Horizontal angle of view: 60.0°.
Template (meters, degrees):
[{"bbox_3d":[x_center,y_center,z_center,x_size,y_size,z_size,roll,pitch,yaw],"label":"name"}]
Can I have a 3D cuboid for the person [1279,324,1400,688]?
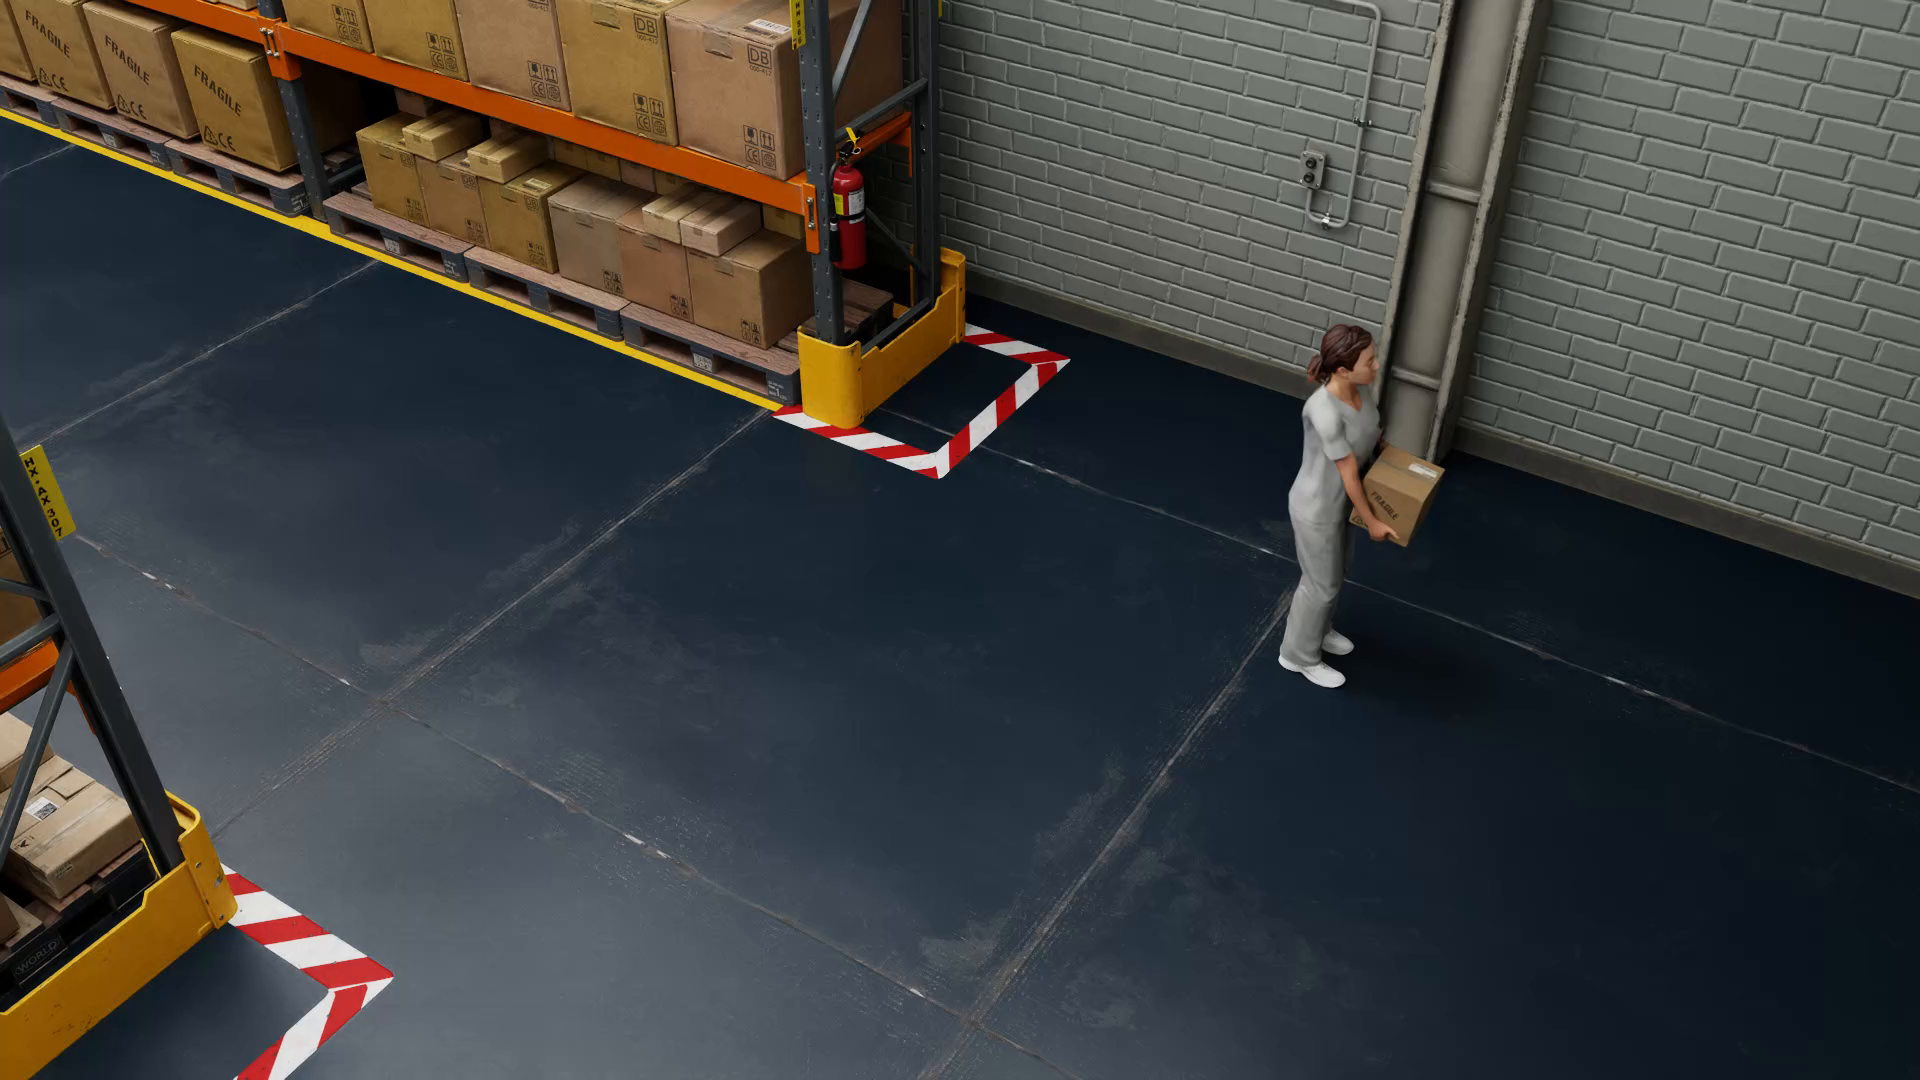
[{"bbox_3d":[1.593,-0.123,6.844,0.536,1.669,0.409,21,43,24],"label":"person"}]
